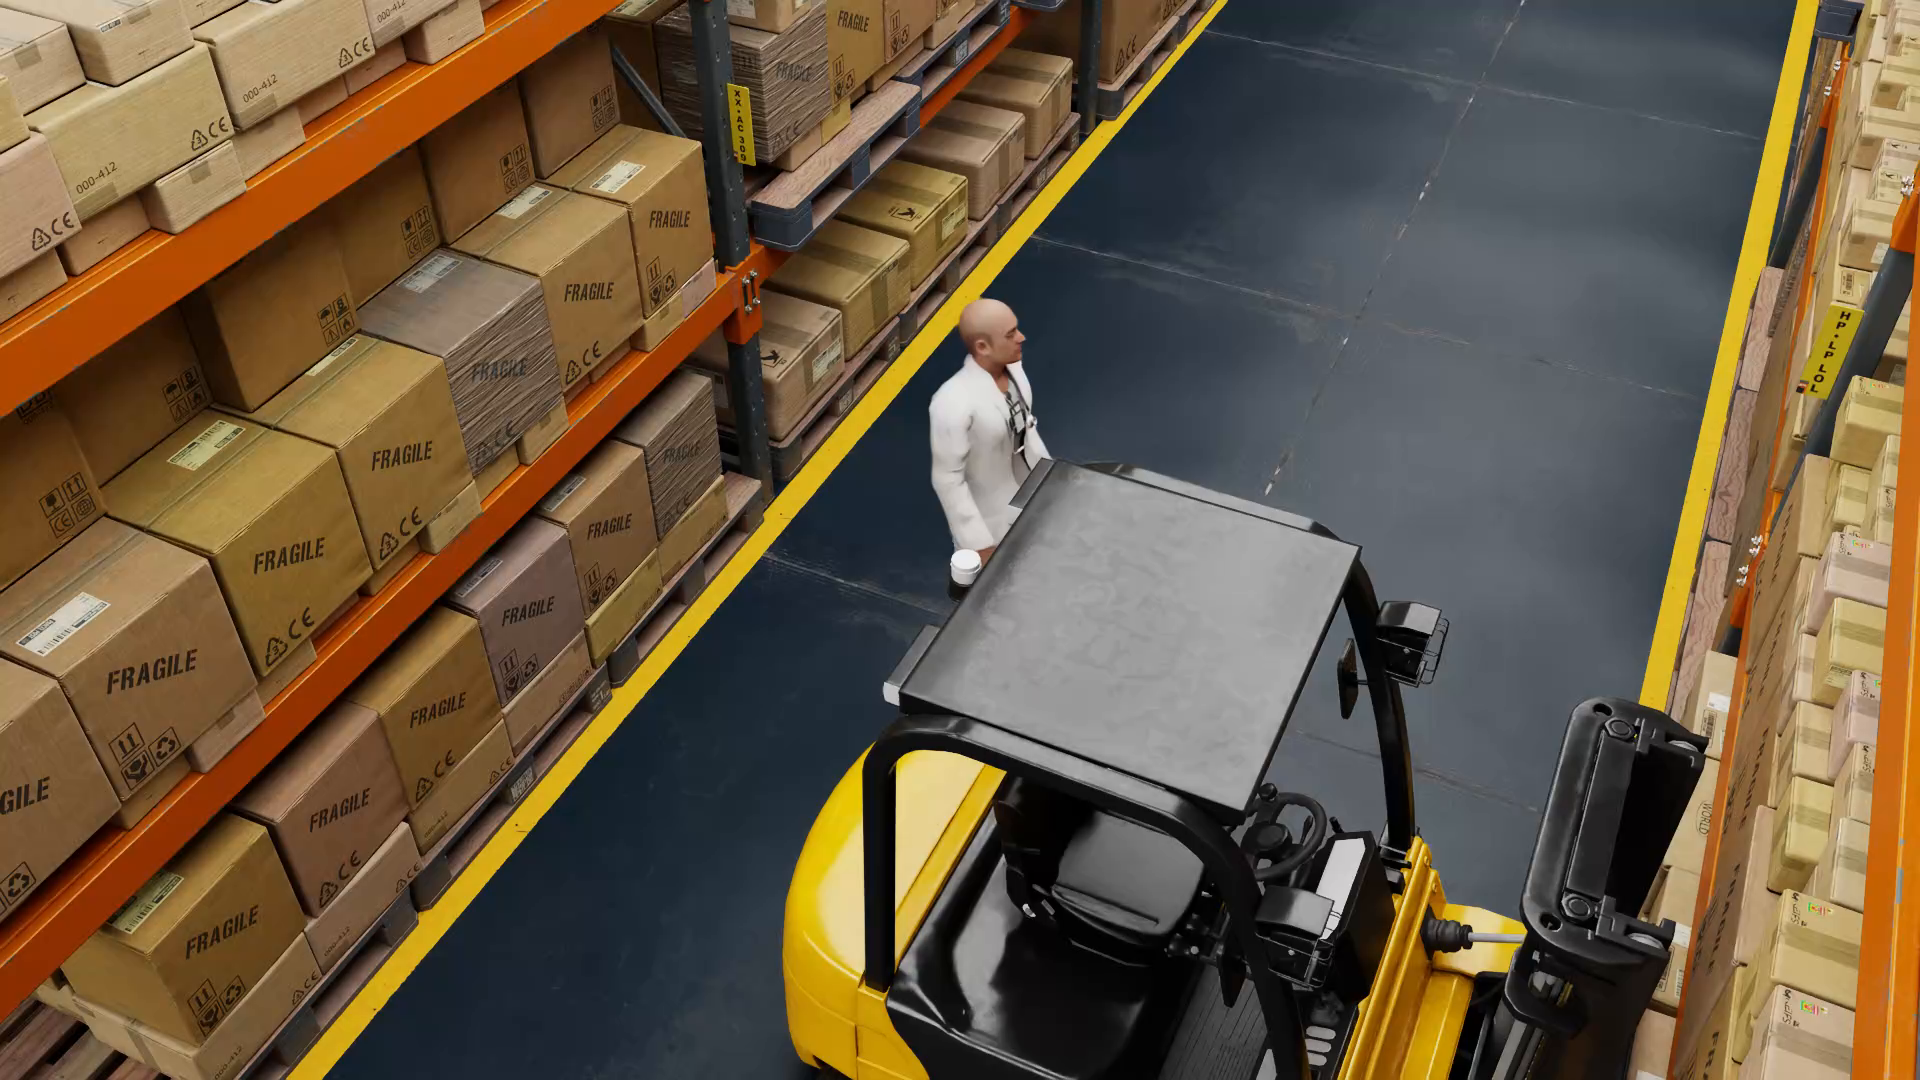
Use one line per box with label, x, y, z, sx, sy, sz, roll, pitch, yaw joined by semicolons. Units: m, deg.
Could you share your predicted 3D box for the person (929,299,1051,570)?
person;0.226;-0.086;6.254;0.581;1.776;0.678;17;44;19
